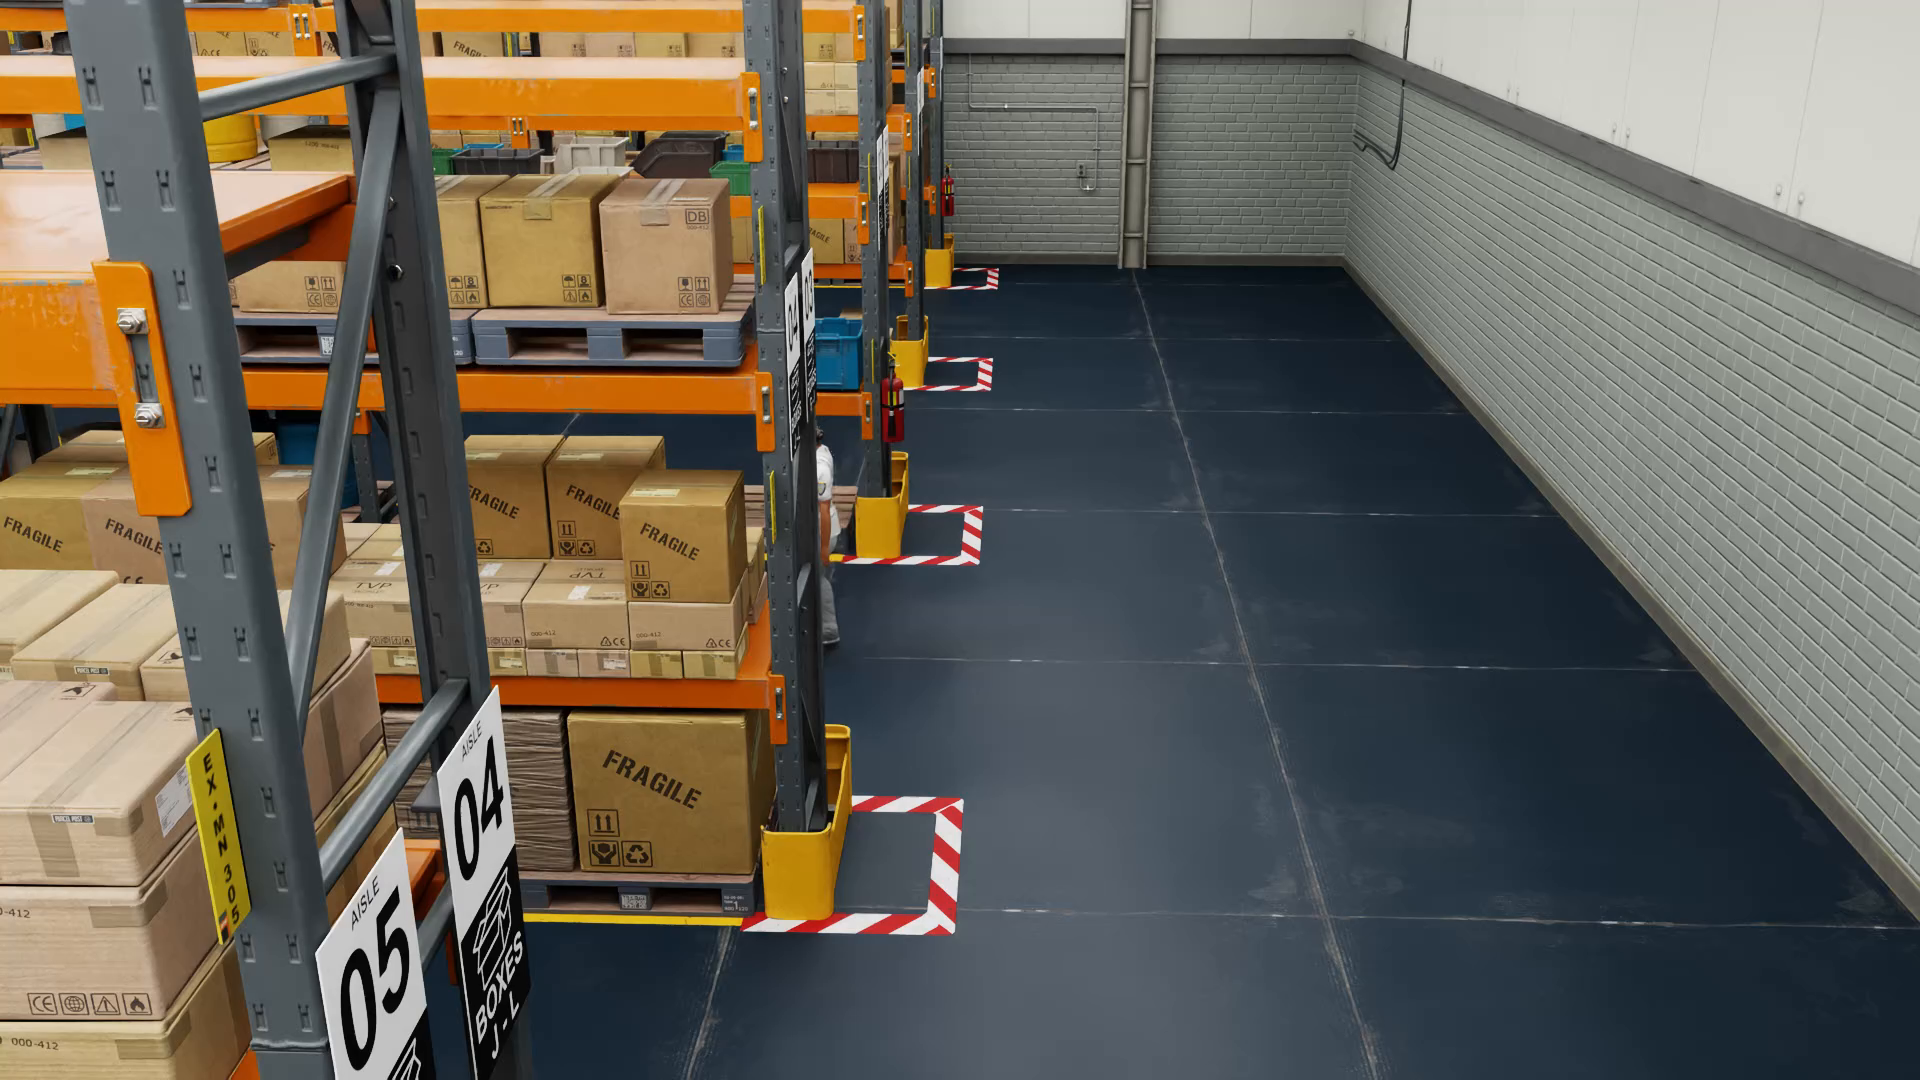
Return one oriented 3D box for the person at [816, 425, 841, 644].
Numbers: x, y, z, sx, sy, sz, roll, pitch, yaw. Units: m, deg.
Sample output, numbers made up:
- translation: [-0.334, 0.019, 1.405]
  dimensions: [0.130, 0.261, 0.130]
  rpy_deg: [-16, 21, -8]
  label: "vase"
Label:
- translation: [-1.034, 0.008, 11.104]
  dimensions: [0.478, 1.716, 0.516]
  rpy_deg: [-2, 21, -6]
  label: "person"
